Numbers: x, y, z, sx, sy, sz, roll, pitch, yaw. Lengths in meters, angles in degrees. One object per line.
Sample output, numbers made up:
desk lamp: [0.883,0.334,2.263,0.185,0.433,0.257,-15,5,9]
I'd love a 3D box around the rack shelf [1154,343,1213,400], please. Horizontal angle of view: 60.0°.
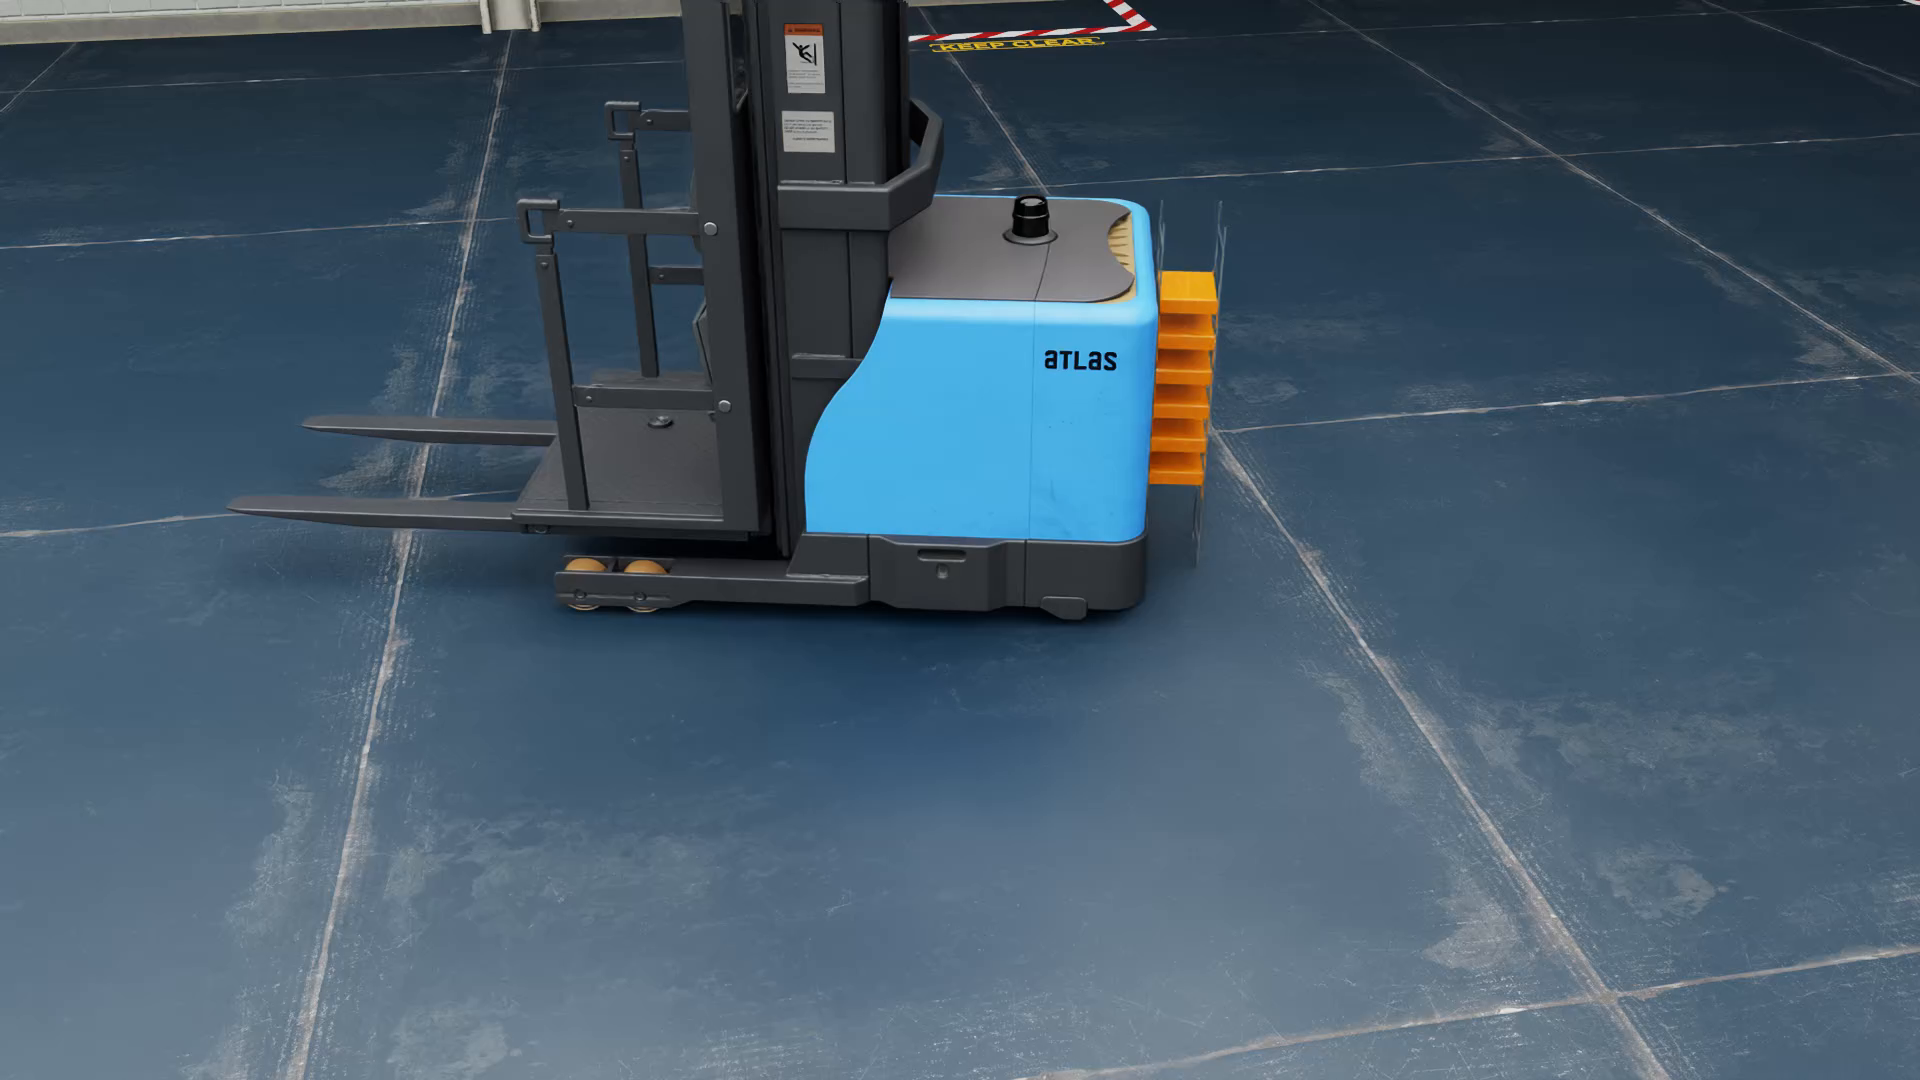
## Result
rack shelf: [0.713,-0.552,5.356,0.180,0.103,0.258,2,31,3]

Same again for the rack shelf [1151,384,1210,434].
rack shelf: [0.713,-0.449,5.417,0.180,0.103,0.258,2,31,3]

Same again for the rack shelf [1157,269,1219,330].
rack shelf: [0.713,-0.759,5.234,0.180,0.103,0.258,2,31,3]

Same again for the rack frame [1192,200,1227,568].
rack frame: [0.804,-0.484,5.389,0.006,1.200,0.240,2,31,3]

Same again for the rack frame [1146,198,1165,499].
rack frame: [0.622,-0.490,5.400,0.006,1.200,0.240,2,31,3]

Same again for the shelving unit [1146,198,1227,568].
shelving unit: [0.713,-0.487,5.394,0.189,1.200,0.258,2,31,3]

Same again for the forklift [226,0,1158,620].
forklift: [-0.895,-1.294,5.059,3.031,2.935,1.130,2,31,3]

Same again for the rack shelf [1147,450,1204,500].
rack shelf: [0.713,-0.242,5.539,0.180,0.103,0.258,2,31,3]

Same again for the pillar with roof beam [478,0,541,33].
pillar with roof beam: [-2.478,-5.462,6.161,0.400,9.000,9.100,-5,31,-9]

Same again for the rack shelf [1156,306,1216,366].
rack shelf: [0.713,-0.656,5.295,0.180,0.103,0.258,2,31,3]

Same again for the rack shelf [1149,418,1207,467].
rack shelf: [0.713,-0.345,5.478,0.180,0.103,0.258,2,31,3]
